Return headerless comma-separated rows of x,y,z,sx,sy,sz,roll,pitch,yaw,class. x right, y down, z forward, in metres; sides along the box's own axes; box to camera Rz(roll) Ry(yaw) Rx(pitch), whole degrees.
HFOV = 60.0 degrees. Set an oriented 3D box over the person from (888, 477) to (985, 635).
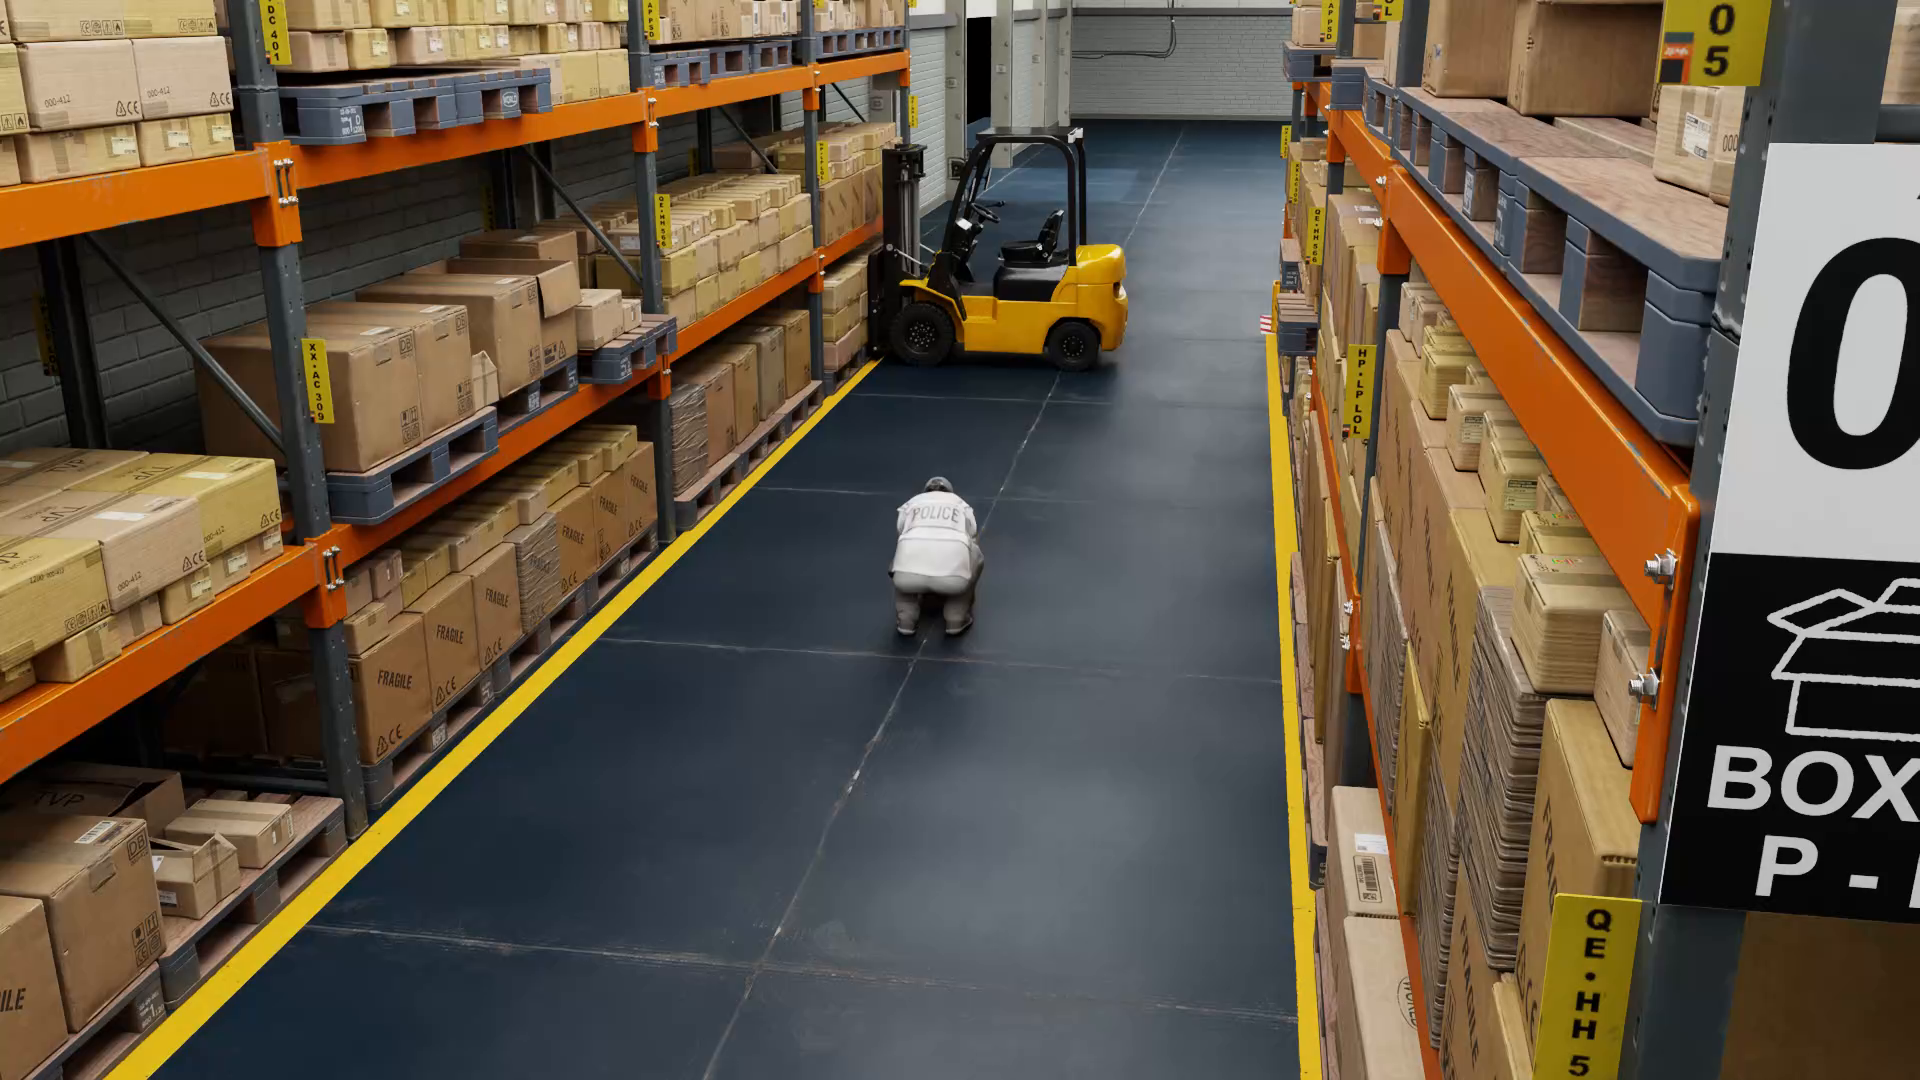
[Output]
-0.131,0.131,9.260,0.518,0.818,0.871,3,18,8,person
